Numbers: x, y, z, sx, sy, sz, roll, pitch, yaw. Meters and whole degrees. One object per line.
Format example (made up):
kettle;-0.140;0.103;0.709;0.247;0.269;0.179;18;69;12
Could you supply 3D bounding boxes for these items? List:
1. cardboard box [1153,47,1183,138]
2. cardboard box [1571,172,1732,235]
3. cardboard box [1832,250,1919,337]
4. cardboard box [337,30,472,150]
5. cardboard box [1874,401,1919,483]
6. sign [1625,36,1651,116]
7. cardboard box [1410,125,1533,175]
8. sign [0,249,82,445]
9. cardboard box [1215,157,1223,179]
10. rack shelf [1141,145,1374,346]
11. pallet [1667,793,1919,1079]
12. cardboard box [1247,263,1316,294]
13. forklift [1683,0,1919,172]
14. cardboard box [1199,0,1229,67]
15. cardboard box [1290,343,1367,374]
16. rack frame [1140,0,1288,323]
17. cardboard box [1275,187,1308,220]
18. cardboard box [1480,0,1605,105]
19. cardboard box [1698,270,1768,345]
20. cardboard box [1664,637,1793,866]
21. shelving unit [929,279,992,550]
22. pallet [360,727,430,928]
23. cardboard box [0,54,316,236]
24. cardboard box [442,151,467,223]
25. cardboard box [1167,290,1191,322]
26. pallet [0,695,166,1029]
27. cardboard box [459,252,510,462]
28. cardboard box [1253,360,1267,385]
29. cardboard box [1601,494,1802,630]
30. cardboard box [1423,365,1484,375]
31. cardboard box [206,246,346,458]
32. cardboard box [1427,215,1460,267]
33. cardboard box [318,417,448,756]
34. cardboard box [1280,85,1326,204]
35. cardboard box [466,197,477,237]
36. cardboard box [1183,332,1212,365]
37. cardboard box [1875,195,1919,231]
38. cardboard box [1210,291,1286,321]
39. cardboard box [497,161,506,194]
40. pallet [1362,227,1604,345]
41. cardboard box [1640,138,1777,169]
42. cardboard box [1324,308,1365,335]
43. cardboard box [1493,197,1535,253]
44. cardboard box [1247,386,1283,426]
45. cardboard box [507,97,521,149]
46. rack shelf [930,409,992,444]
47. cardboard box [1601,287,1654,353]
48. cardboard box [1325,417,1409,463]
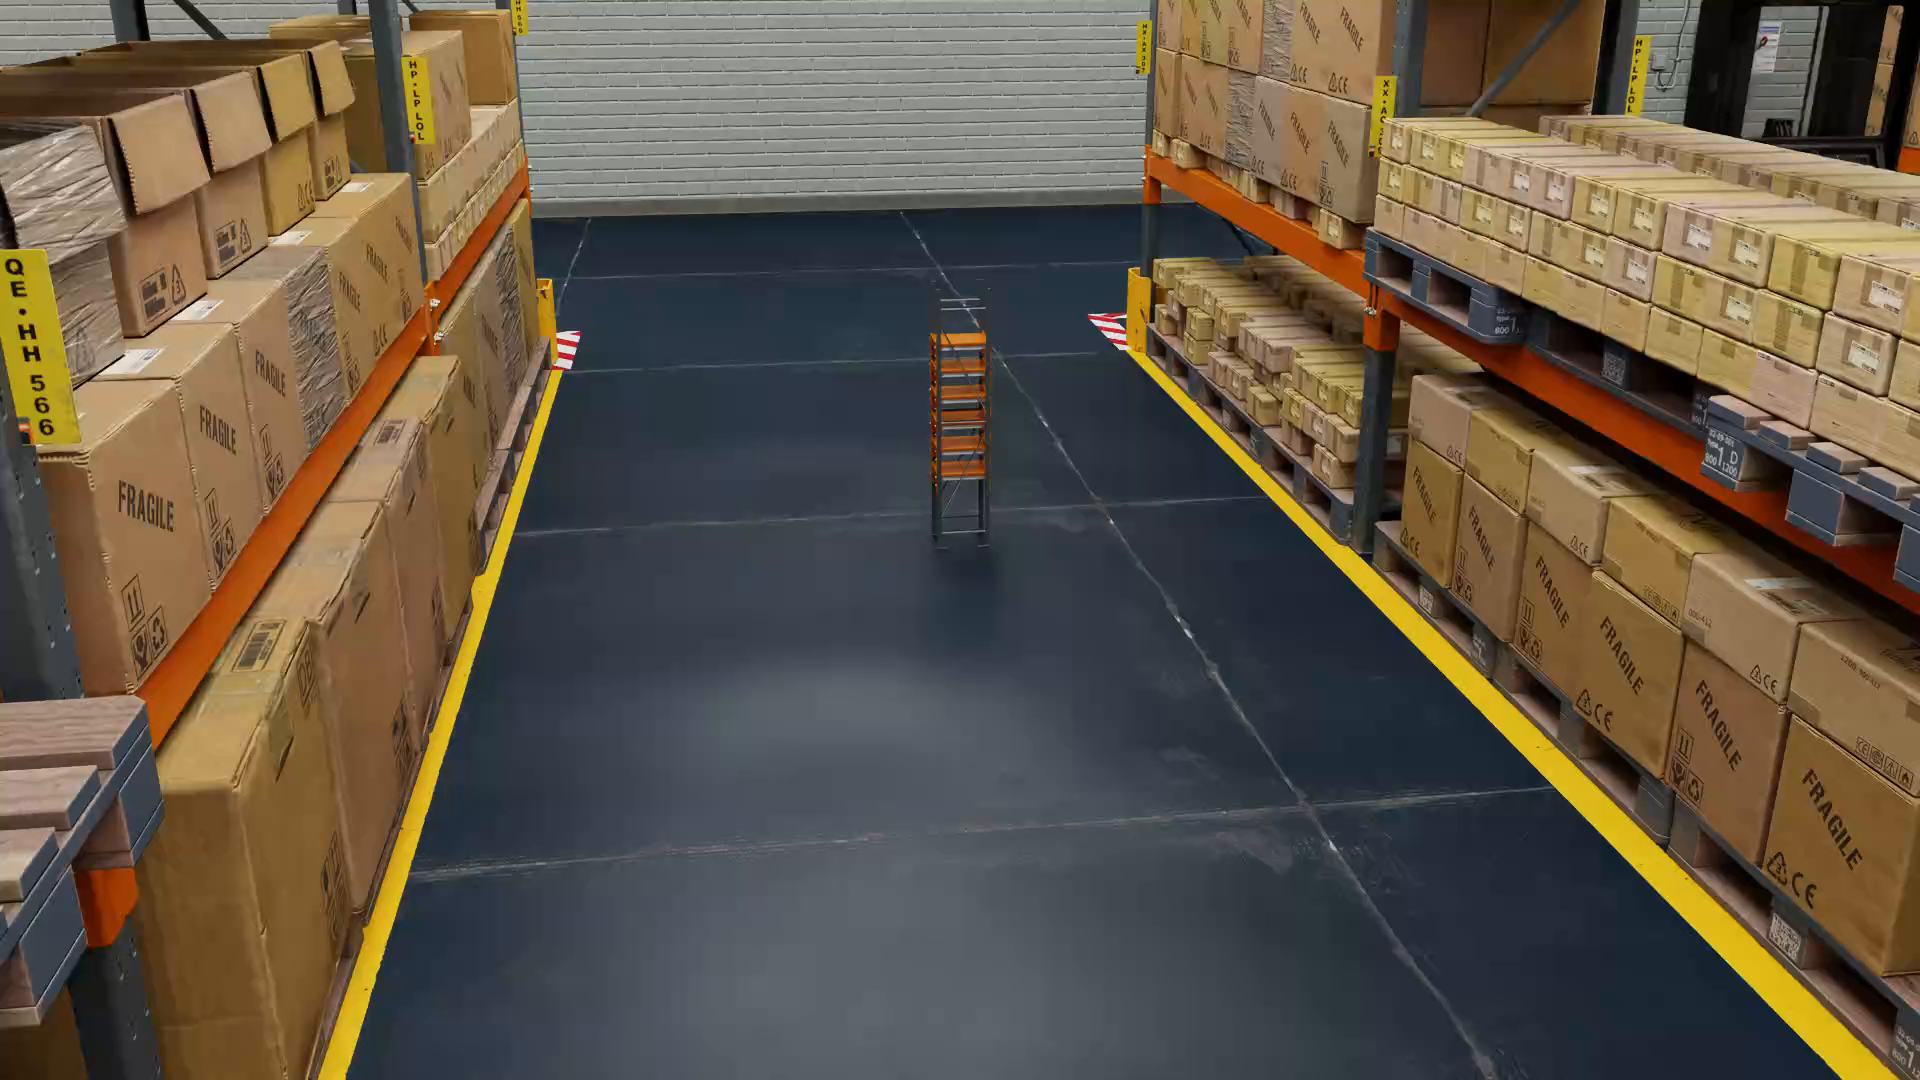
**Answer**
cardboard box;1.503;-2.779;10.302;0.500;0.500;0.500;-2;21;-5
cardboard box;2.120;-1.035;5.108;0.380;0.149;0.250;-2;21;-6
cardboard box;2.307;-0.584;3.901;0.380;0.149;0.250;-3;21;-8
cardboard box;-2.593;-2.112;7.802;0.500;0.500;0.500;-4;21;-9
cardboard box;2.339;-0.219;3.775;0.380;0.149;0.250;-3;21;-7
sign;2.837;-1.949;6.993;0.100;0.325;0.005;-3;21;-8
cardboard box;1.936;-1.479;6.298;0.380;0.149;0.250;-2;21;-6
sign;-1.522;-0.313;2.726;0.100;0.325;0.005;-3;21;-8
cardboard box;1.685;-2.156;9.561;0.380;0.149;0.250;-3;21;-8
rack shelf;2.000;-1.733;9.097;1.077;0.370;4.000;-3;21;-8
pallet;2.754;1.043;4.621;1.003;0.211;1.213;-3;21;-8
cardboard box;2.018;-1.642;10.449;0.380;0.149;0.250;-3;21;-7
forklift;4.450;-1.877;8.553;1.130;2.935;3.031;-2;21;-6
cardboard box;1.646;-2.892;9.176;0.500;0.500;0.500;-3;21;-9
cardboard box;1.900;-0.893;8.445;0.380;0.149;0.250;-2;21;-6
rack frame;1.712;-2.762;10.825;1.000;3.000;0.127;-3;21;-8
cardboard box;1.810;-1.709;8.364;0.380;0.149;0.250;-4;21;-10
cardboard box;2.464;-2.200;7.324;0.500;0.500;0.500;-2;21;-6
cardboard box;2.227;-0.629;4.446;0.380;0.149;0.250;-3;21;-8
cardboard box;2.440;0.587;4.829;0.500;0.500;0.500;-2;21;-6
shelving unit;0.002;-0.557;7.493;0.258;1.200;0.189;-3;21;-8
pallet;-2.269;0.831;5.190;1.003;0.211;1.213;-3;21;-8
cardboard box;-2.447;-1.220;5.119;0.797;0.503;0.637;-3;21;-7
cardboard box;-2.510;-1.580;7.448;0.500;0.250;0.500;-3;21;-8
cardboard box;1.517;-1.471;10.416;0.380;0.149;0.250;-3;21;-8
pallet;-1.850;0.554;2.220;1.213;0.211;1.003;-3;21;-8
cardboard box;-2.780;-0.908;8.296;0.875;0.875;0.875;-3;21;-8
cardboard box;1.807;-0.929;8.965;0.380;0.149;0.250;-4;21;-10
cardboard box;2.366;0.056;5.180;0.500;0.250;0.500;-2;21;-6
cardboard box;2.463;-0.745;8.049;0.380;0.149;0.250;-2;21;-5
cardboard box;-2.083;-0.535;4.718;0.500;0.500;0.500;-3;21;-8
cardboard box;1.968;-1.114;6.172;0.380;0.149;0.250;-3;21;-7
cardboard box;-2.393;0.166;5.420;1.225;0.875;0.875;-4;21;-10
cardboard box;1.865;-1.897;7.939;0.500;0.500;0.500;-3;21;-9
cardboard box;-2.501;-1.525;7.872;0.380;0.149;0.250;-3;21;-9
cardboard box;1.560;-1.160;10.009;0.380;0.149;0.250;-3;21;-7
cardboard box;2.839;-0.883;4.703;0.380;0.149;0.250;-2;21;-5
cardboard box;1.668;-1.342;9.647;0.380;0.149;0.250;-2;21;-6
cardboard box;-2.685;-1.969;9.061;0.380;0.149;0.250;-3;21;-9
pallet;2.255;-1.016;6.422;1.003;0.211;1.213;-3;21;-8
cardboard box;2.652;-1.333;5.905;0.380;0.149;0.250;-3;21;-8
cardboard box;2.244;-1.189;9.238;0.380;0.149;0.250;-3;21;-7
cardboard box;2.046;-1.074;5.638;0.380;0.149;0.250;-2;21;-6
cardboard box;1.745;-0.716;8.819;0.380;0.149;0.250;-3;21;-8
cardboard box;-2.879;-2.462;9.810;0.500;0.250;0.500;-3;21;-9
rack shelf;0.002;-0.515;7.508;0.258;0.103;0.180;-3;21;-8
cardboard box;2.159;-0.663;4.964;0.380;0.149;0.250;-2;21;-6
cardboard box;1.928;-0.471;7.739;0.380;0.149;0.250;-3;21;-7
